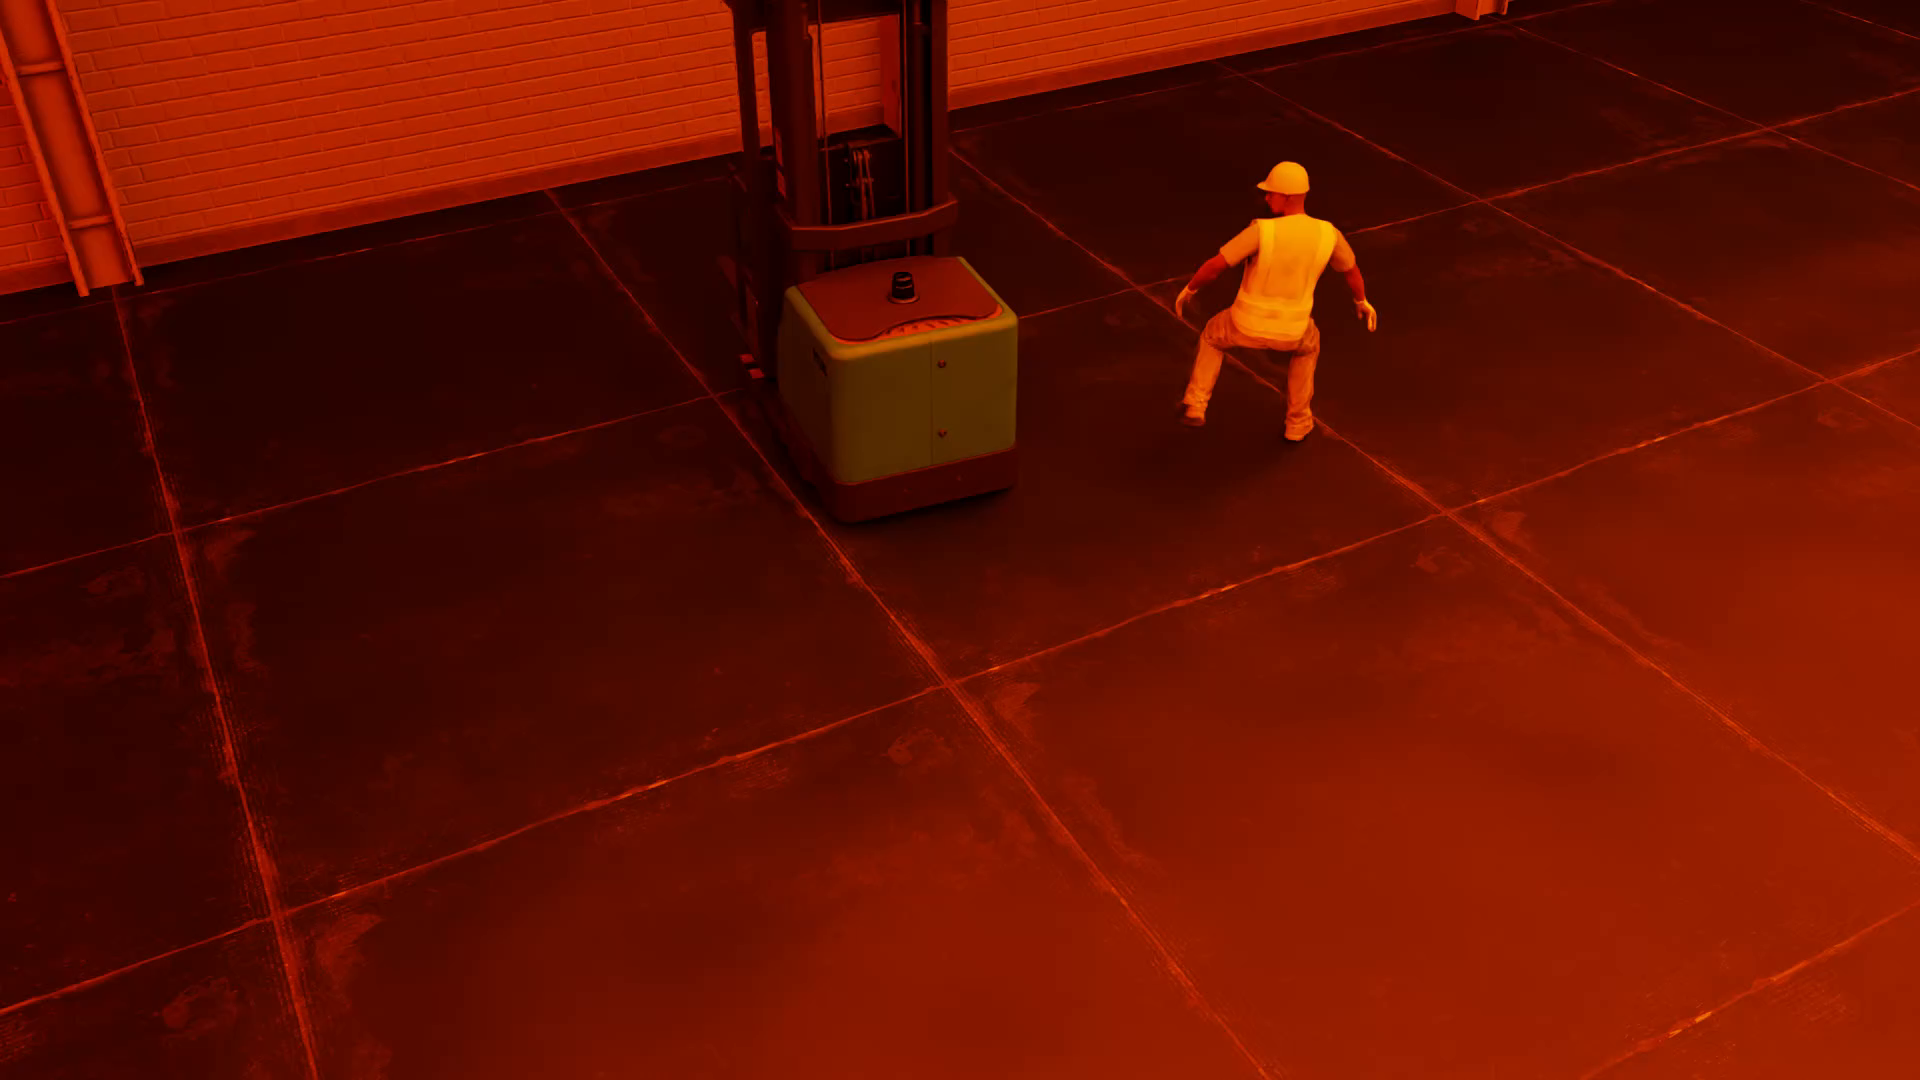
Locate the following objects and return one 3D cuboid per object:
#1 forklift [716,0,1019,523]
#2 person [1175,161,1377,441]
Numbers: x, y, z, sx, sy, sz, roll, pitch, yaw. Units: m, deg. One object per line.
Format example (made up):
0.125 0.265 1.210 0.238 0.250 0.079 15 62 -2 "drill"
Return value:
-0.713 -2.132 9.140 1.130 2.935 3.031 -13 37 -18 "forklift"
1.725 -1.256 9.056 1.121 1.653 0.510 1 35 2 "person"
